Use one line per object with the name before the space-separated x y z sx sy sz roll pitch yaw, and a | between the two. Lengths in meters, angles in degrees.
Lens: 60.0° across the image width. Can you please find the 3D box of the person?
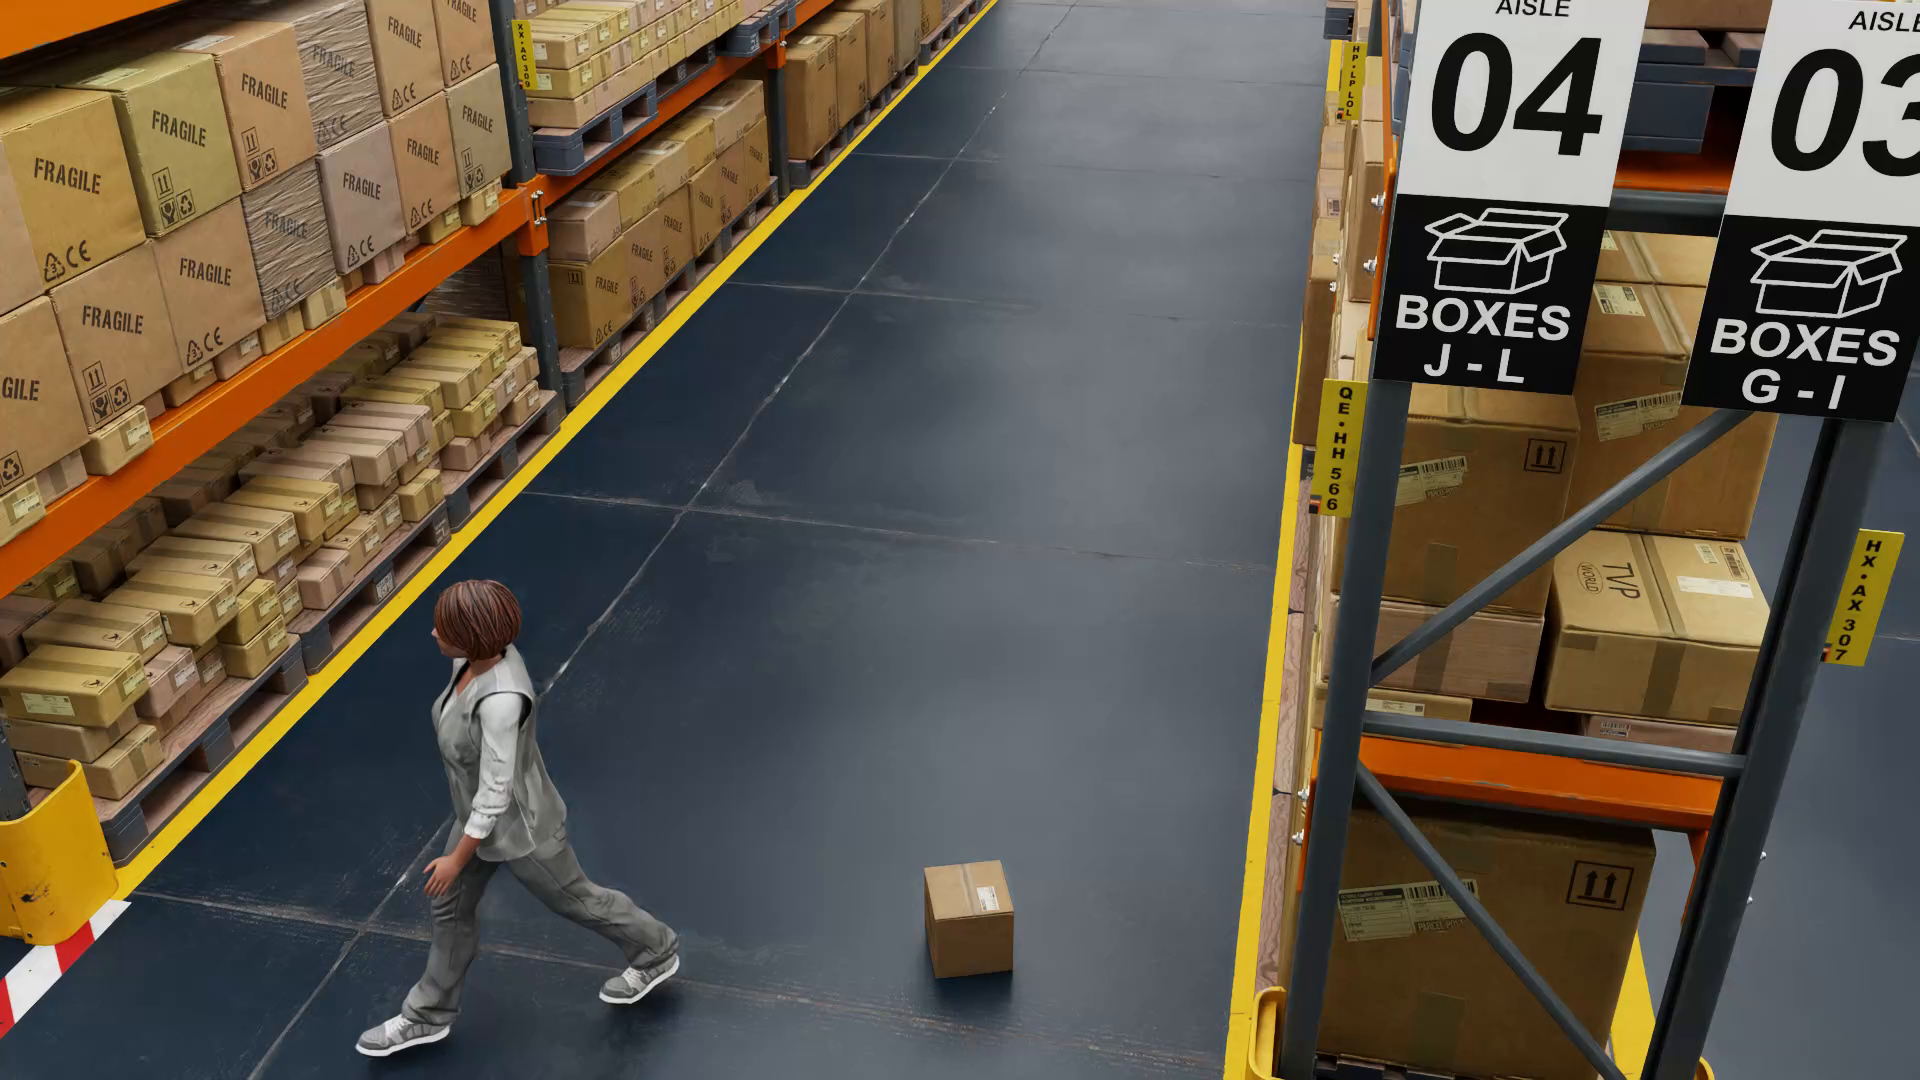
person | -1.316 0.791 4.694 0.976 1.531 0.423 -15 32 -24
